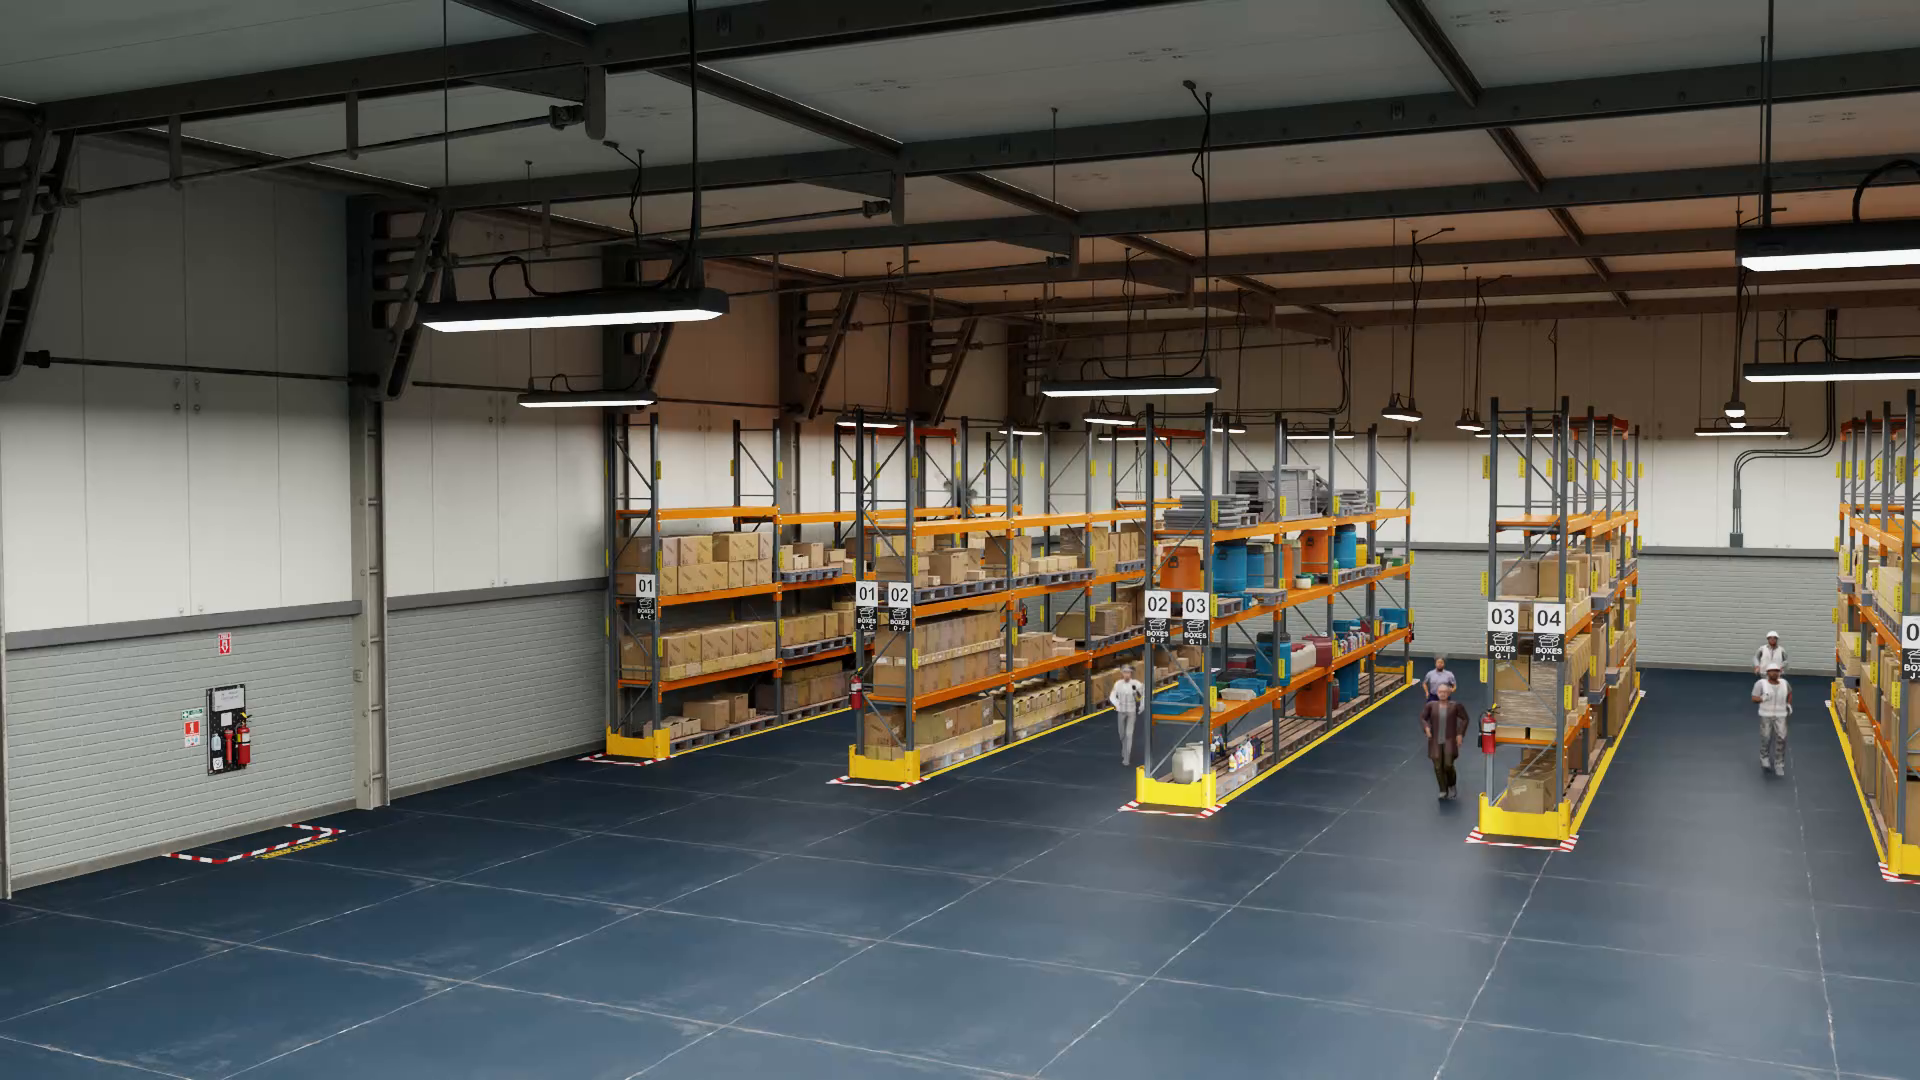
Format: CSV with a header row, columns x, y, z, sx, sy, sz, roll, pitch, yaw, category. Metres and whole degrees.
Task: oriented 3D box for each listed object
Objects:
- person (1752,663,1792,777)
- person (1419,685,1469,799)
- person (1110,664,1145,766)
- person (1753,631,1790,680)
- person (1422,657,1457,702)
x,y,z,sx,sy,sz,roll,pitch,yaw,category
13.400,2.944,27.440,0.640,1.835,0.763,1,3,17,person
7.300,3.065,25.182,0.711,1.743,0.621,1,3,26,person
2.888,2.965,28.518,0.640,1.705,0.784,1,2,16,person
16.455,2.718,33.720,0.660,1.728,0.573,1,3,23,person
8.718,2.934,30.261,0.611,1.588,0.664,1,2,16,person
